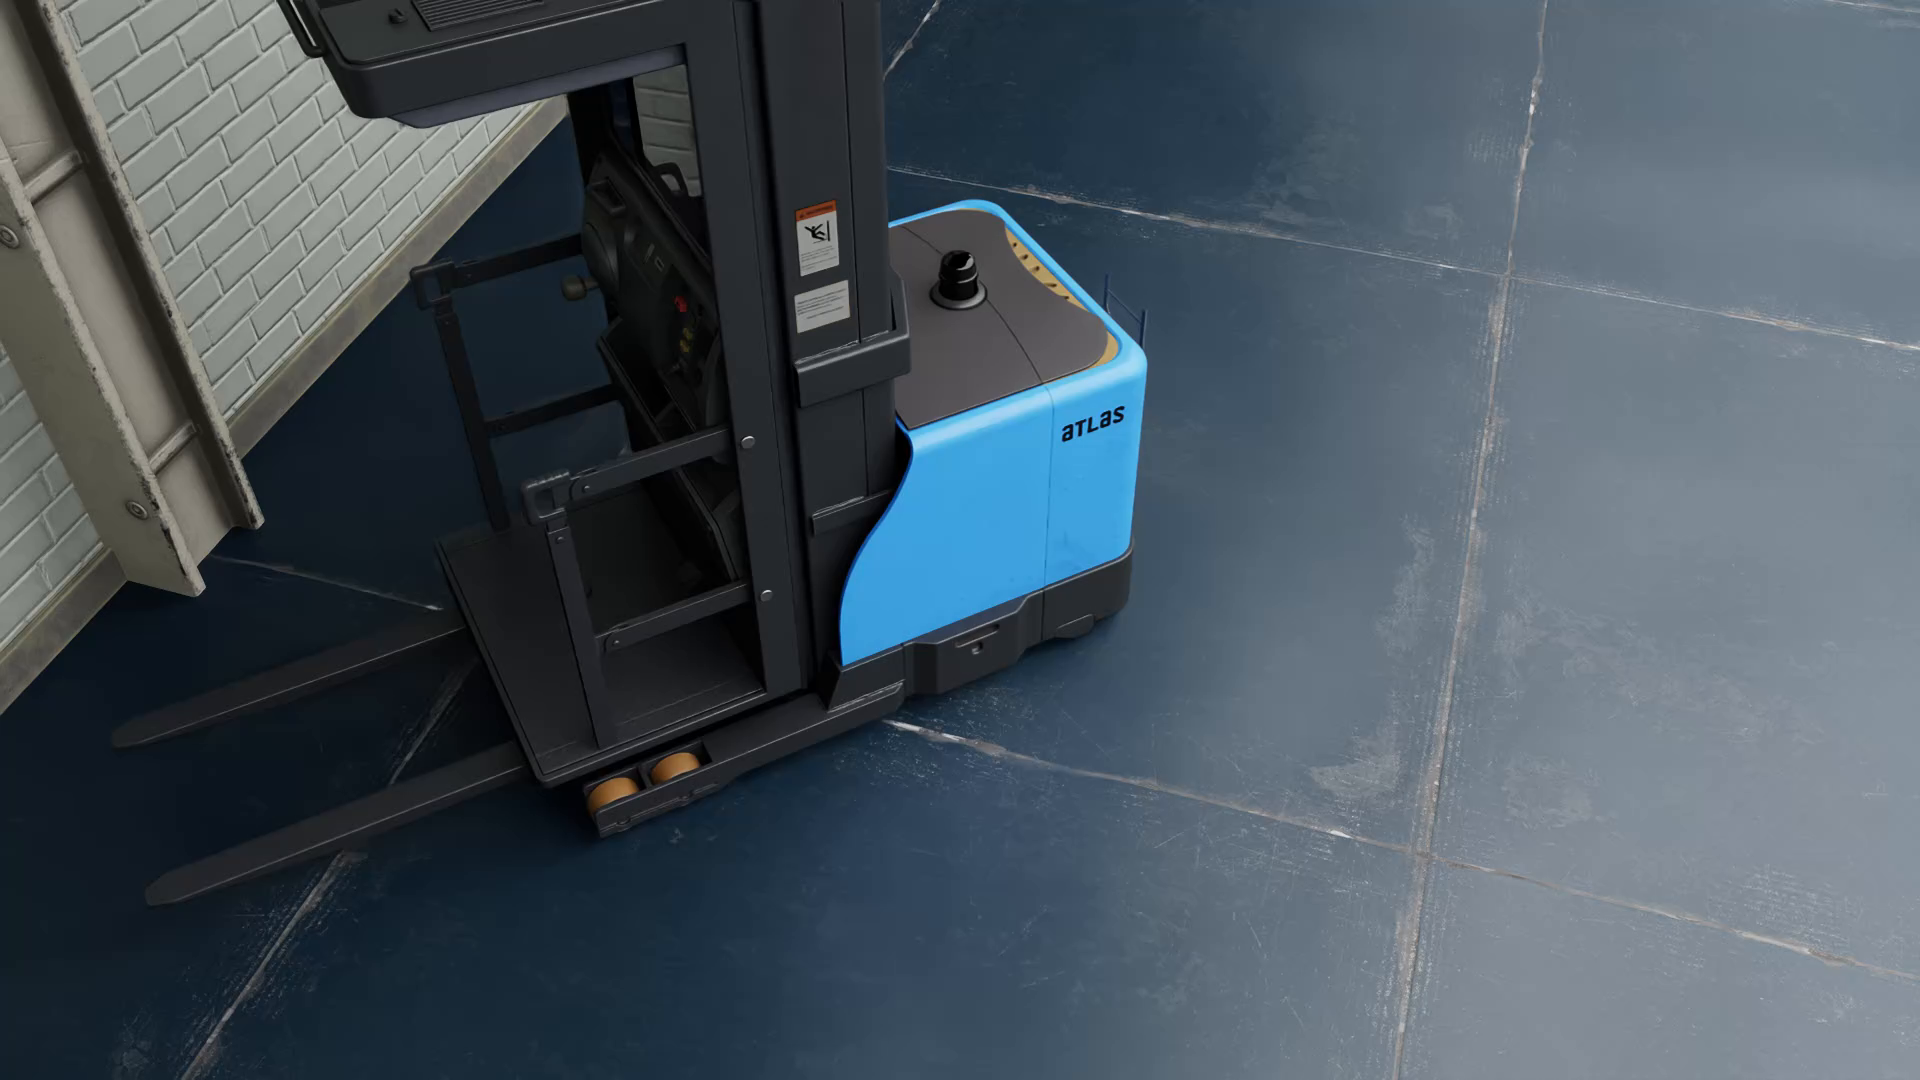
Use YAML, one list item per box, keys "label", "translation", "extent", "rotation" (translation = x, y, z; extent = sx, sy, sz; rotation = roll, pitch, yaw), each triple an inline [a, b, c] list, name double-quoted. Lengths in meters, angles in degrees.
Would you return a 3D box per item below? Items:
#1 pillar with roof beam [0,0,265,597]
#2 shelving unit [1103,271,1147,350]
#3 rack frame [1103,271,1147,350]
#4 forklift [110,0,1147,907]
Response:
- label: "pillar with roof beam"
  translation: [1.466, -2.277, 1.643]
  extent: [9.100, 9.000, 0.400]
  rotation: [13, 46, 13]
- label: "shelving unit"
  translation: [0.436, -0.434, 5.550]
  extent: [0.210, 0.900, 0.258]
  rotation: [-21, 48, -20]
- label: "rack frame"
  translation: [0.526, -0.467, 5.584]
  extent: [0.006, 0.900, 0.240]
  rotation: [-21, 48, -20]
- label: "forklift"
  translation: [-0.989, -0.616, 4.284]
  extent: [3.031, 2.935, 1.130]
  rotation: [-21, 48, -20]
